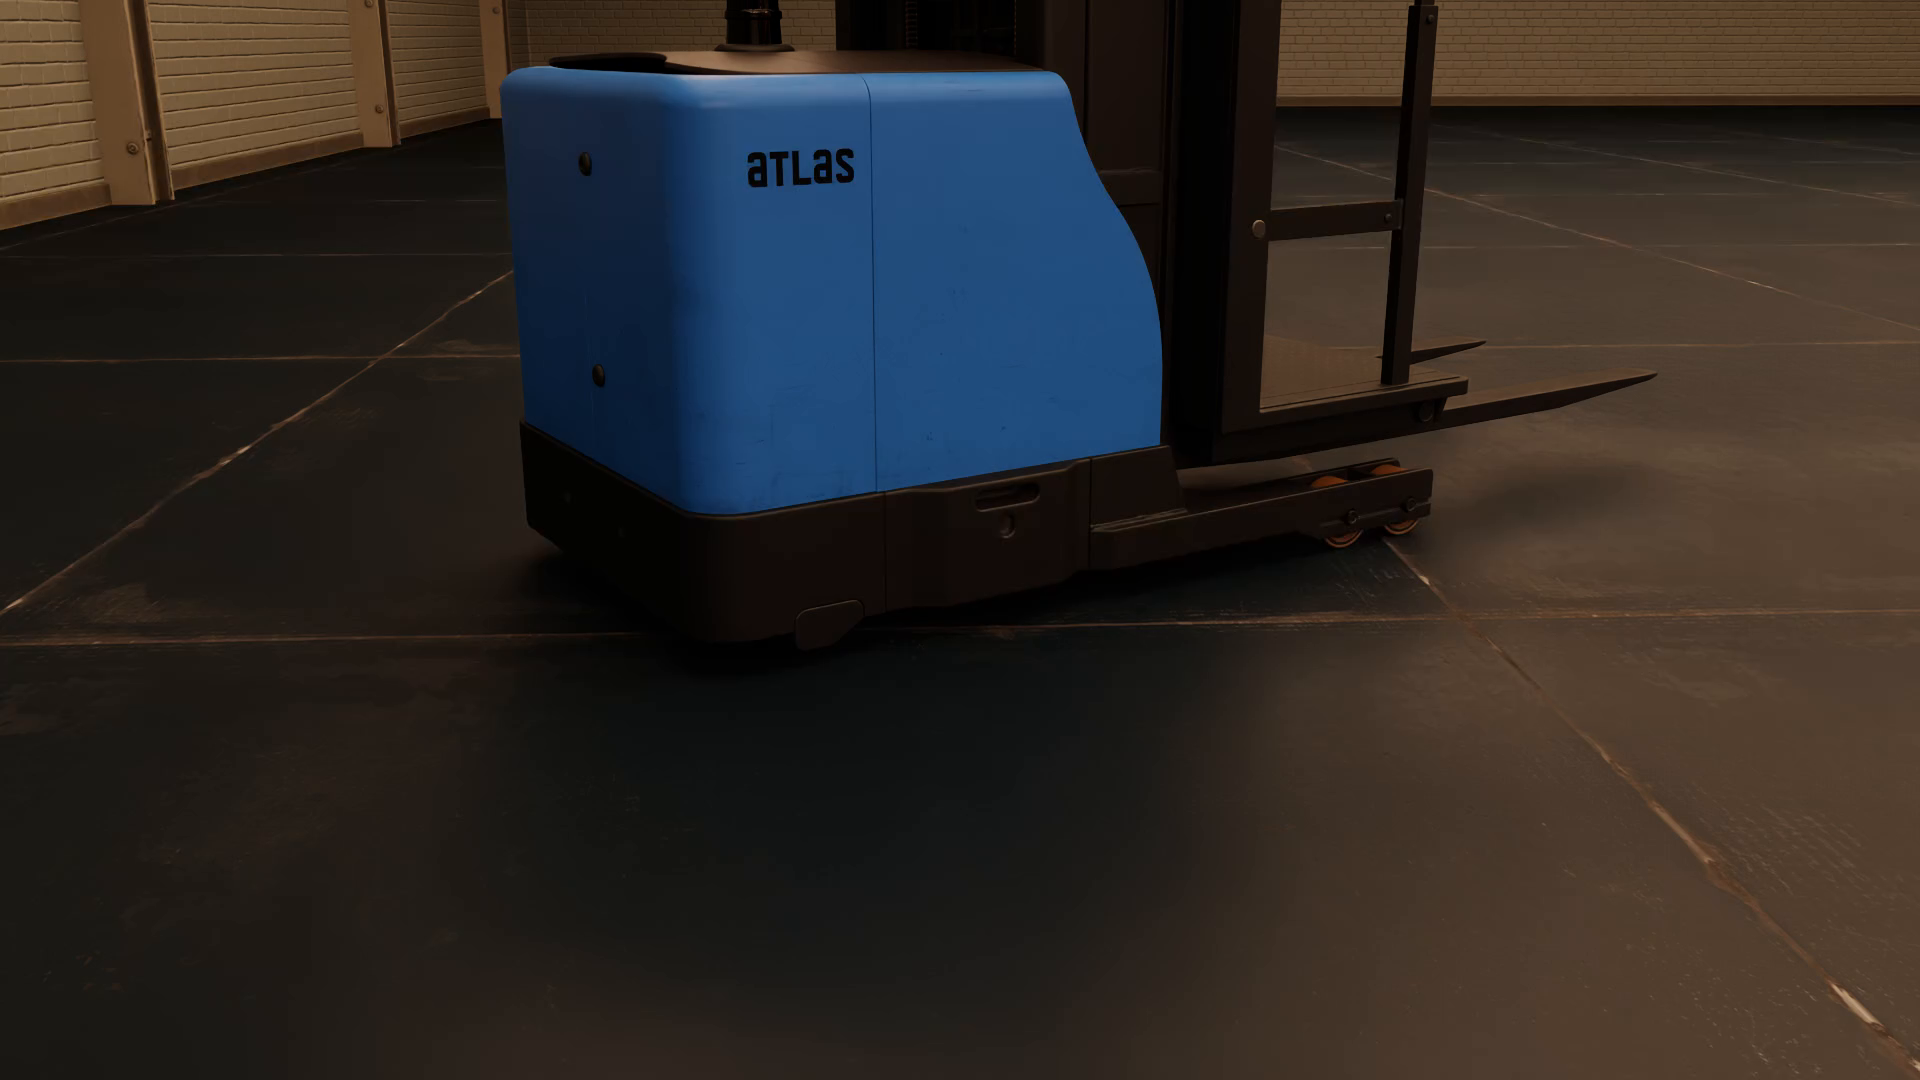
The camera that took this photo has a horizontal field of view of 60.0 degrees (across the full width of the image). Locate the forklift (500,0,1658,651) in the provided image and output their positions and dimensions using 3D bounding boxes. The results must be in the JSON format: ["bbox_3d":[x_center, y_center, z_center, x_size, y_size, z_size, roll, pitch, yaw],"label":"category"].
[{"bbox_3d":[0.523,-1.501,3.815,3.031,2.935,1.130,-11,20,-31],"label":"forklift"}]
